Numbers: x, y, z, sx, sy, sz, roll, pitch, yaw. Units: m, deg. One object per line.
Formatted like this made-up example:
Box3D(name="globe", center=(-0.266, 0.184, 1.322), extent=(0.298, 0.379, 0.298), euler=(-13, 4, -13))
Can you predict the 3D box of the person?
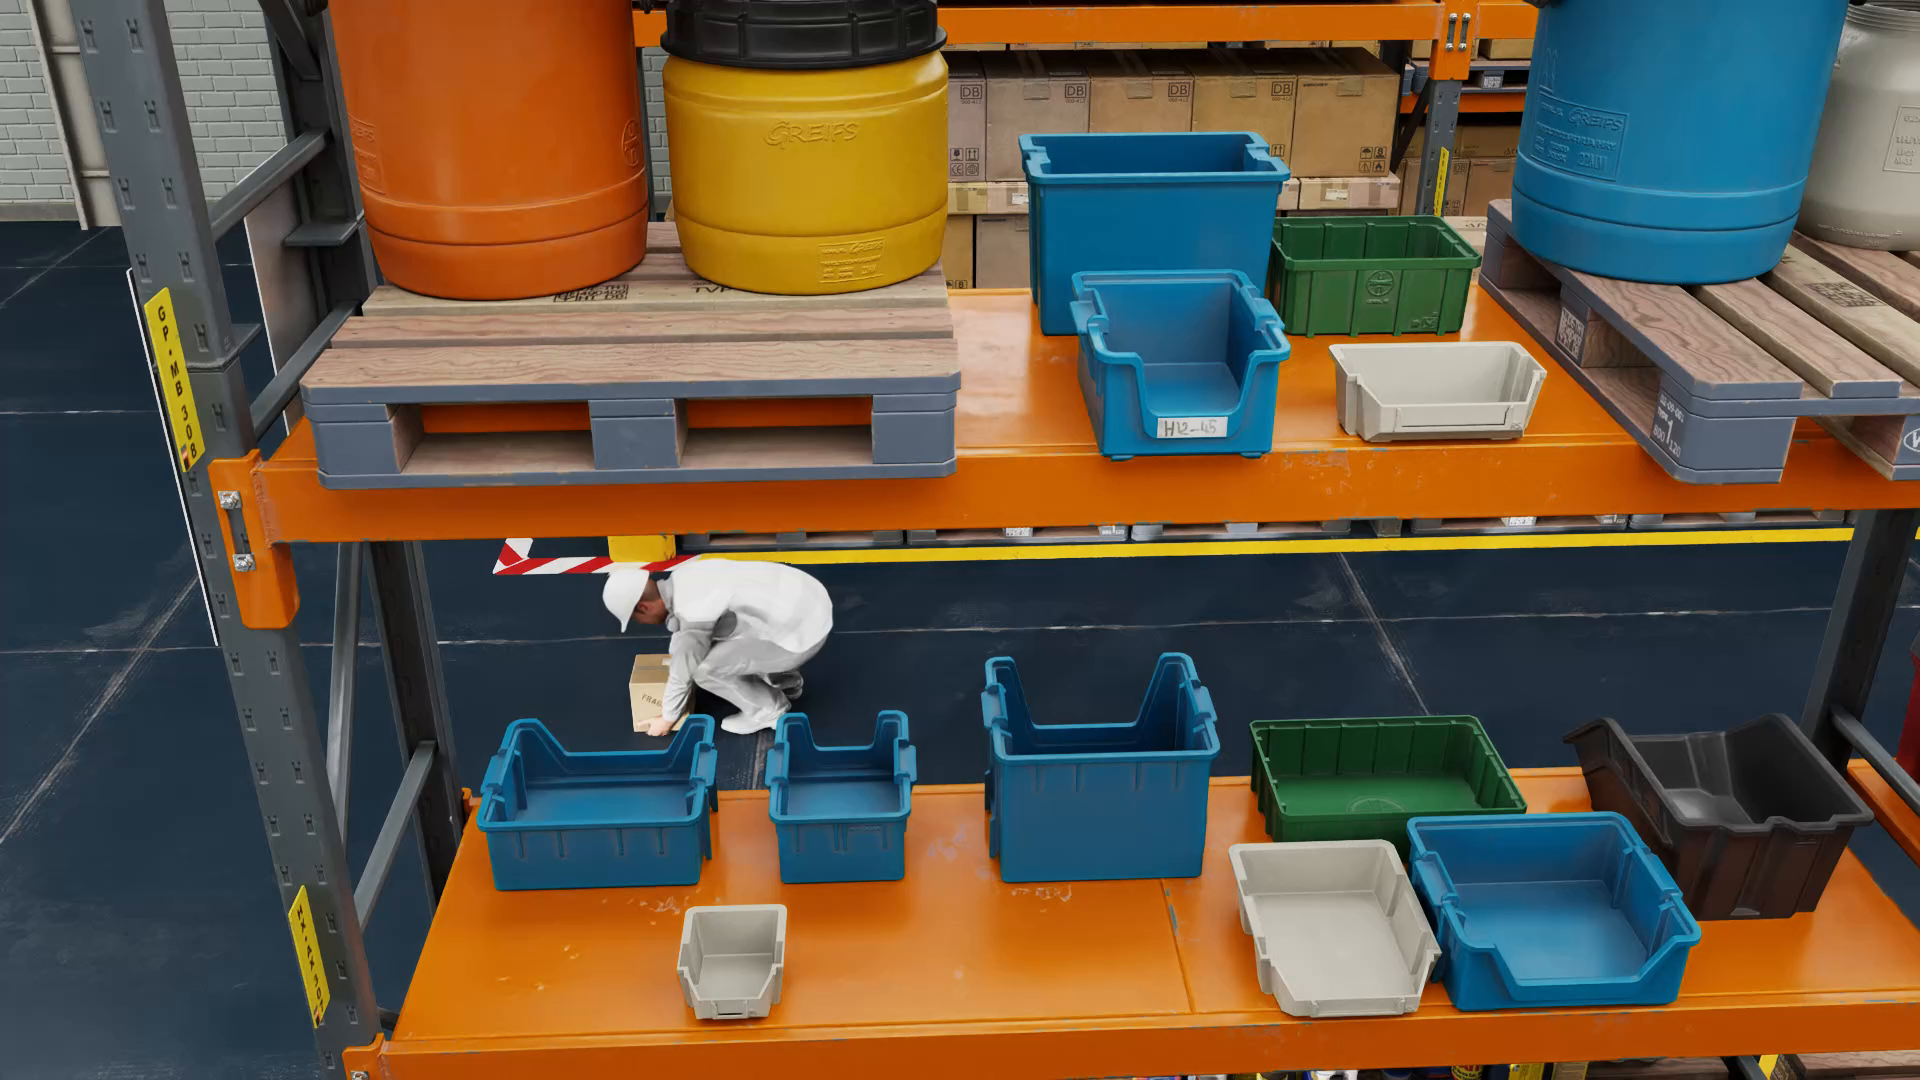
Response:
Box3D(name="person", center=(-0.907, 0.003, 7.094), extent=(0.564, 1.762, 0.494), euler=(-1, 27, -2))
